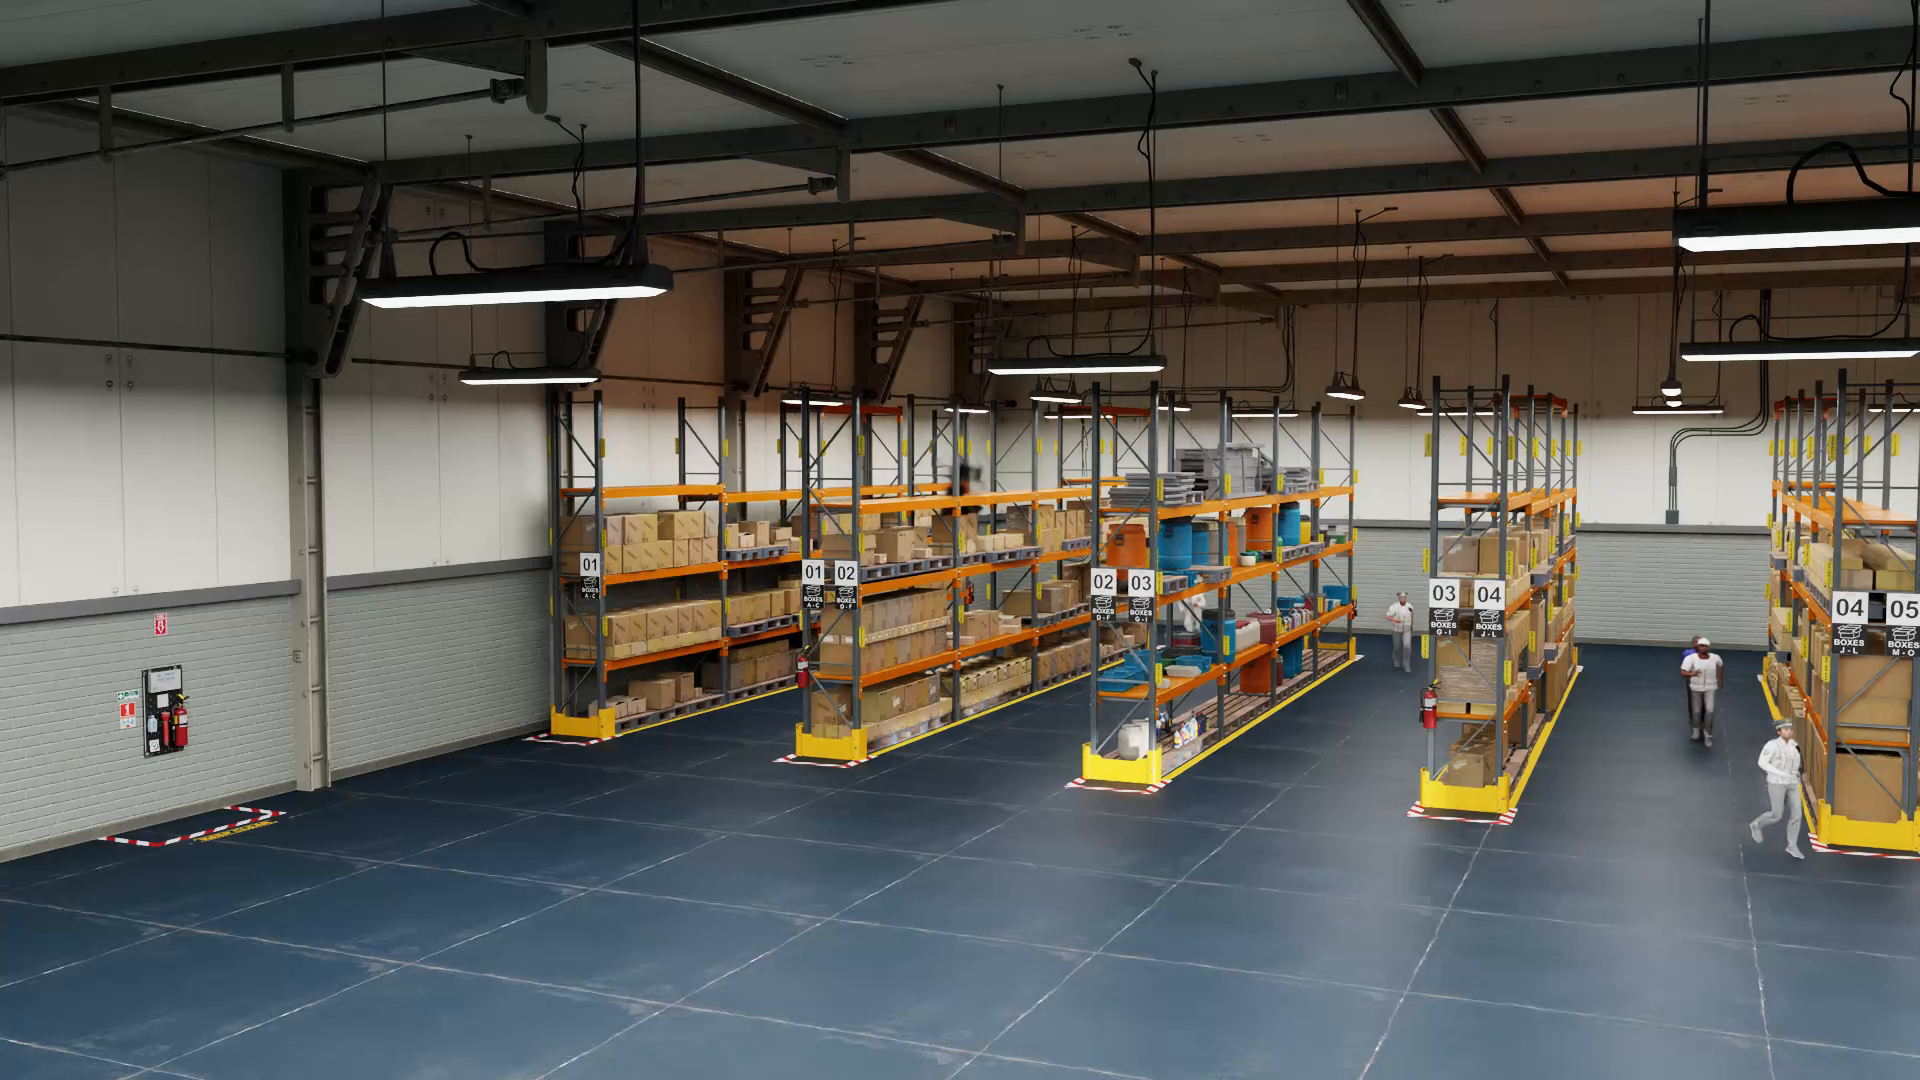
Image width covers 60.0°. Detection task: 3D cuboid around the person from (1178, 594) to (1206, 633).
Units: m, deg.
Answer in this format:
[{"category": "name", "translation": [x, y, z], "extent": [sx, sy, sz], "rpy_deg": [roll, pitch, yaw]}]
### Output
[{"category": "person", "translation": [5.606, 1.924, 40.228], "extent": [0.700, 1.813, 0.819], "rpy_deg": [1, 3, 12]}]

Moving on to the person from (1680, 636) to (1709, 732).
[{"category": "person", "translation": [13.109, 2.550, 29.606], "extent": [0.563, 1.703, 0.738], "rpy_deg": [1, 3, 21]}]

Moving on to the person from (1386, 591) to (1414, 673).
[{"category": "person", "translation": [9.919, 2.053, 37.424], "extent": [0.649, 1.813, 0.880], "rpy_deg": [0, 3, 5]}]

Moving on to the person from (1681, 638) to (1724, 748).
[{"category": "person", "translation": [12.545, 2.563, 28.116], "extent": [0.689, 1.840, 0.810], "rpy_deg": [1, 3, 20]}]

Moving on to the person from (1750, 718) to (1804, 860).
[{"category": "person", "translation": [10.136, 3.028, 20.560], "extent": [0.636, 1.709, 0.778], "rpy_deg": [-1, 3, -18]}]
